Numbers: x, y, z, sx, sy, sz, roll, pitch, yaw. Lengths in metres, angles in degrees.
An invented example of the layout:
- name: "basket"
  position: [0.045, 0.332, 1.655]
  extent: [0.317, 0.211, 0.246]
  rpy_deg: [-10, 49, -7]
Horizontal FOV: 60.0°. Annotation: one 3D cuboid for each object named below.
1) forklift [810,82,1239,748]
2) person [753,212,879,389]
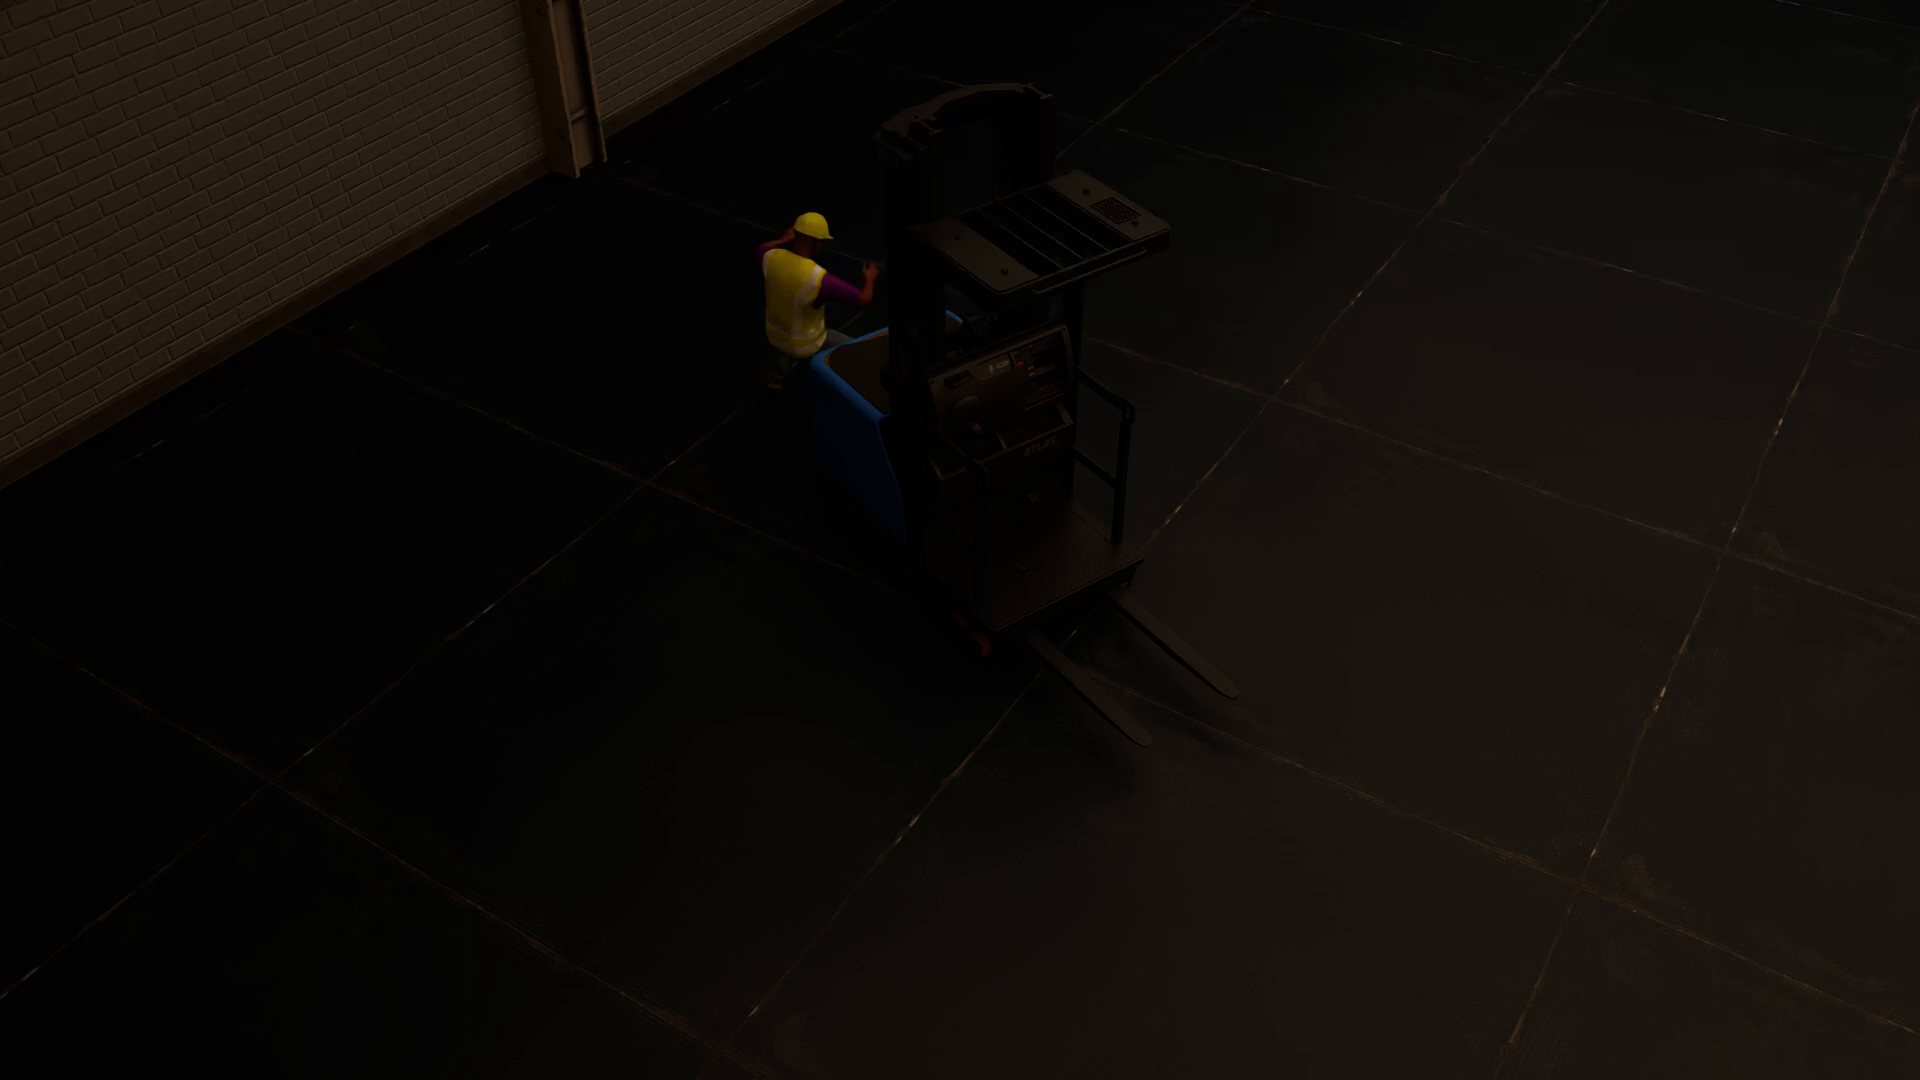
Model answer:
- name: "forklift"
  position: [0.353, -0.796, 8.907]
  extent: [1.130, 2.935, 3.031]
  rpy_deg: [-25, 46, -26]
- name: "person"
  position: [-0.918, -1.480, 10.810]
  extent: [1.061, 1.521, 0.744]
  rpy_deg: [28, 47, 29]
